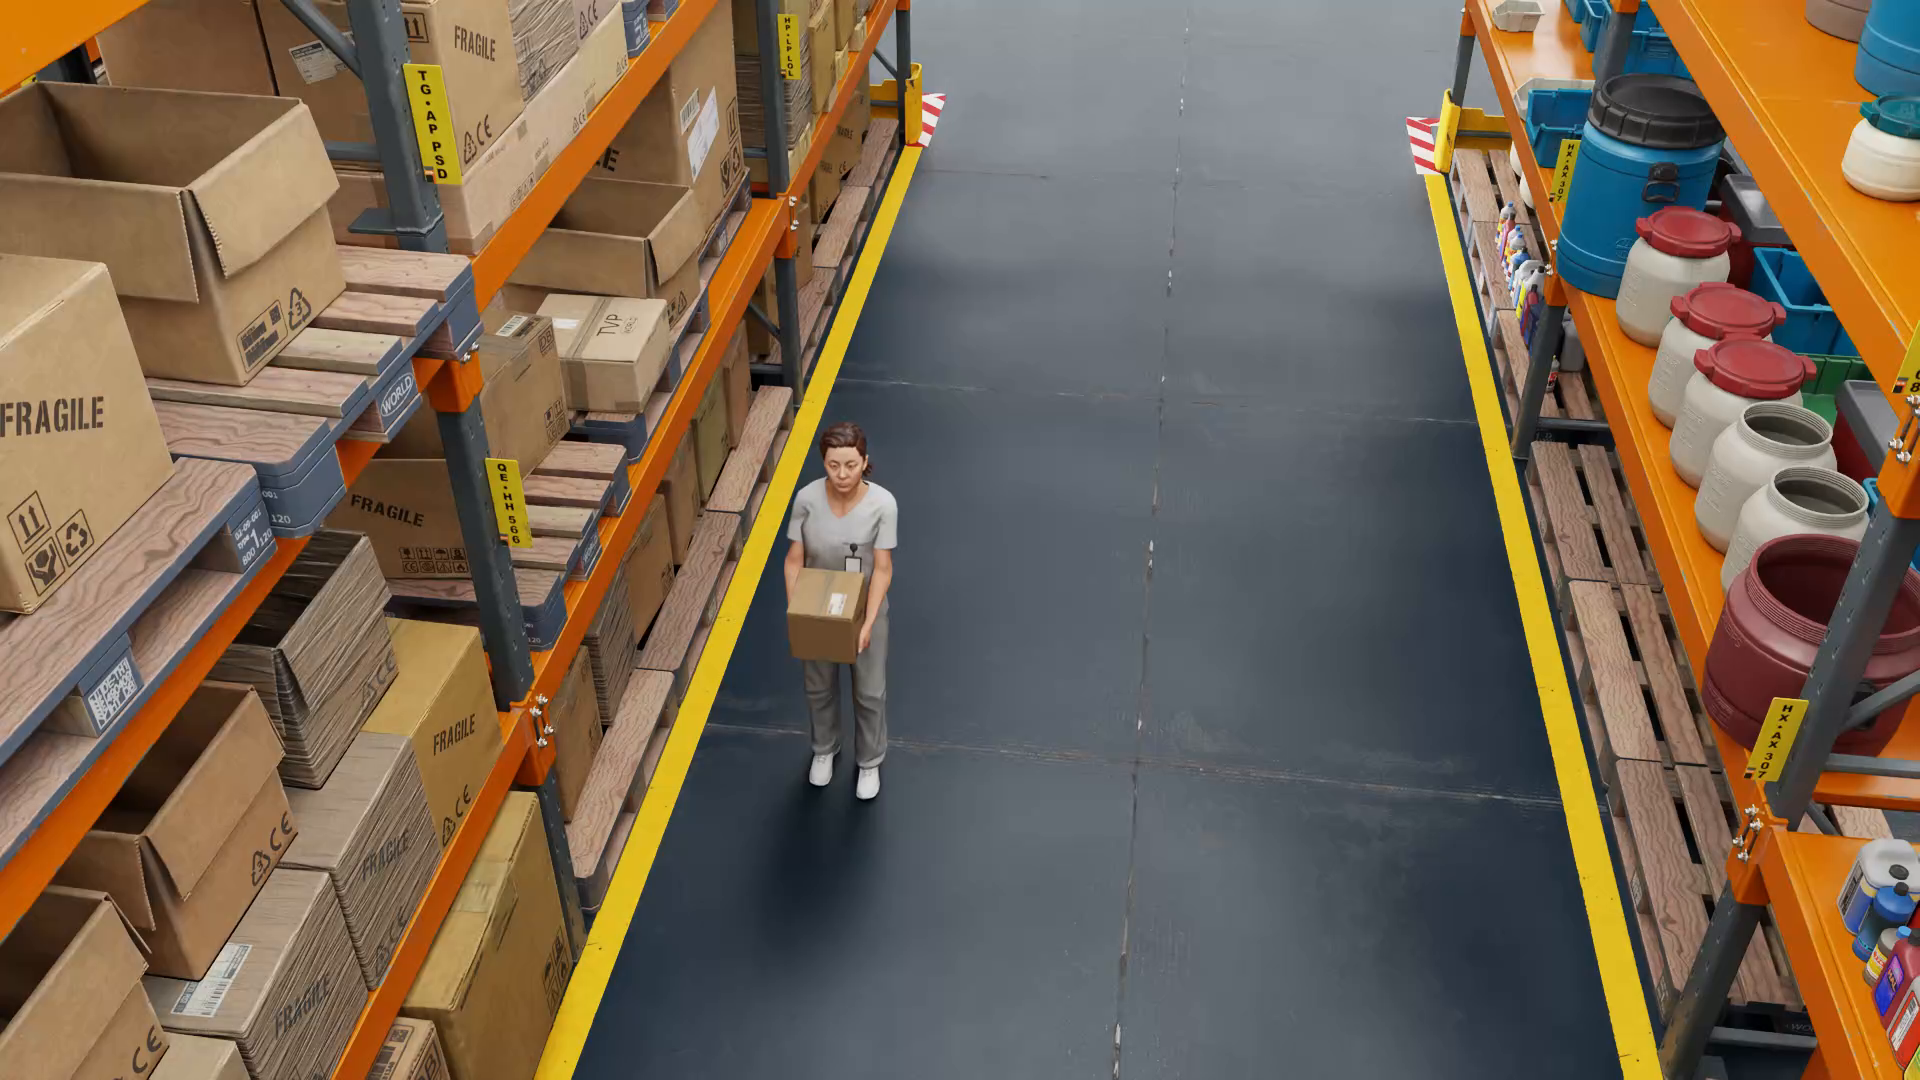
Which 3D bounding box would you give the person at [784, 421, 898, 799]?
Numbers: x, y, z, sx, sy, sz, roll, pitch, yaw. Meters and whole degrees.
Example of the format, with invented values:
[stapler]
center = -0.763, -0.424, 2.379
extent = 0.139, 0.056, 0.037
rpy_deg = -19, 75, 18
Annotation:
[person]
center = -0.473, 0.339, 6.596
extent = 0.436, 1.654, 0.500
rpy_deg = 5, 37, 7
